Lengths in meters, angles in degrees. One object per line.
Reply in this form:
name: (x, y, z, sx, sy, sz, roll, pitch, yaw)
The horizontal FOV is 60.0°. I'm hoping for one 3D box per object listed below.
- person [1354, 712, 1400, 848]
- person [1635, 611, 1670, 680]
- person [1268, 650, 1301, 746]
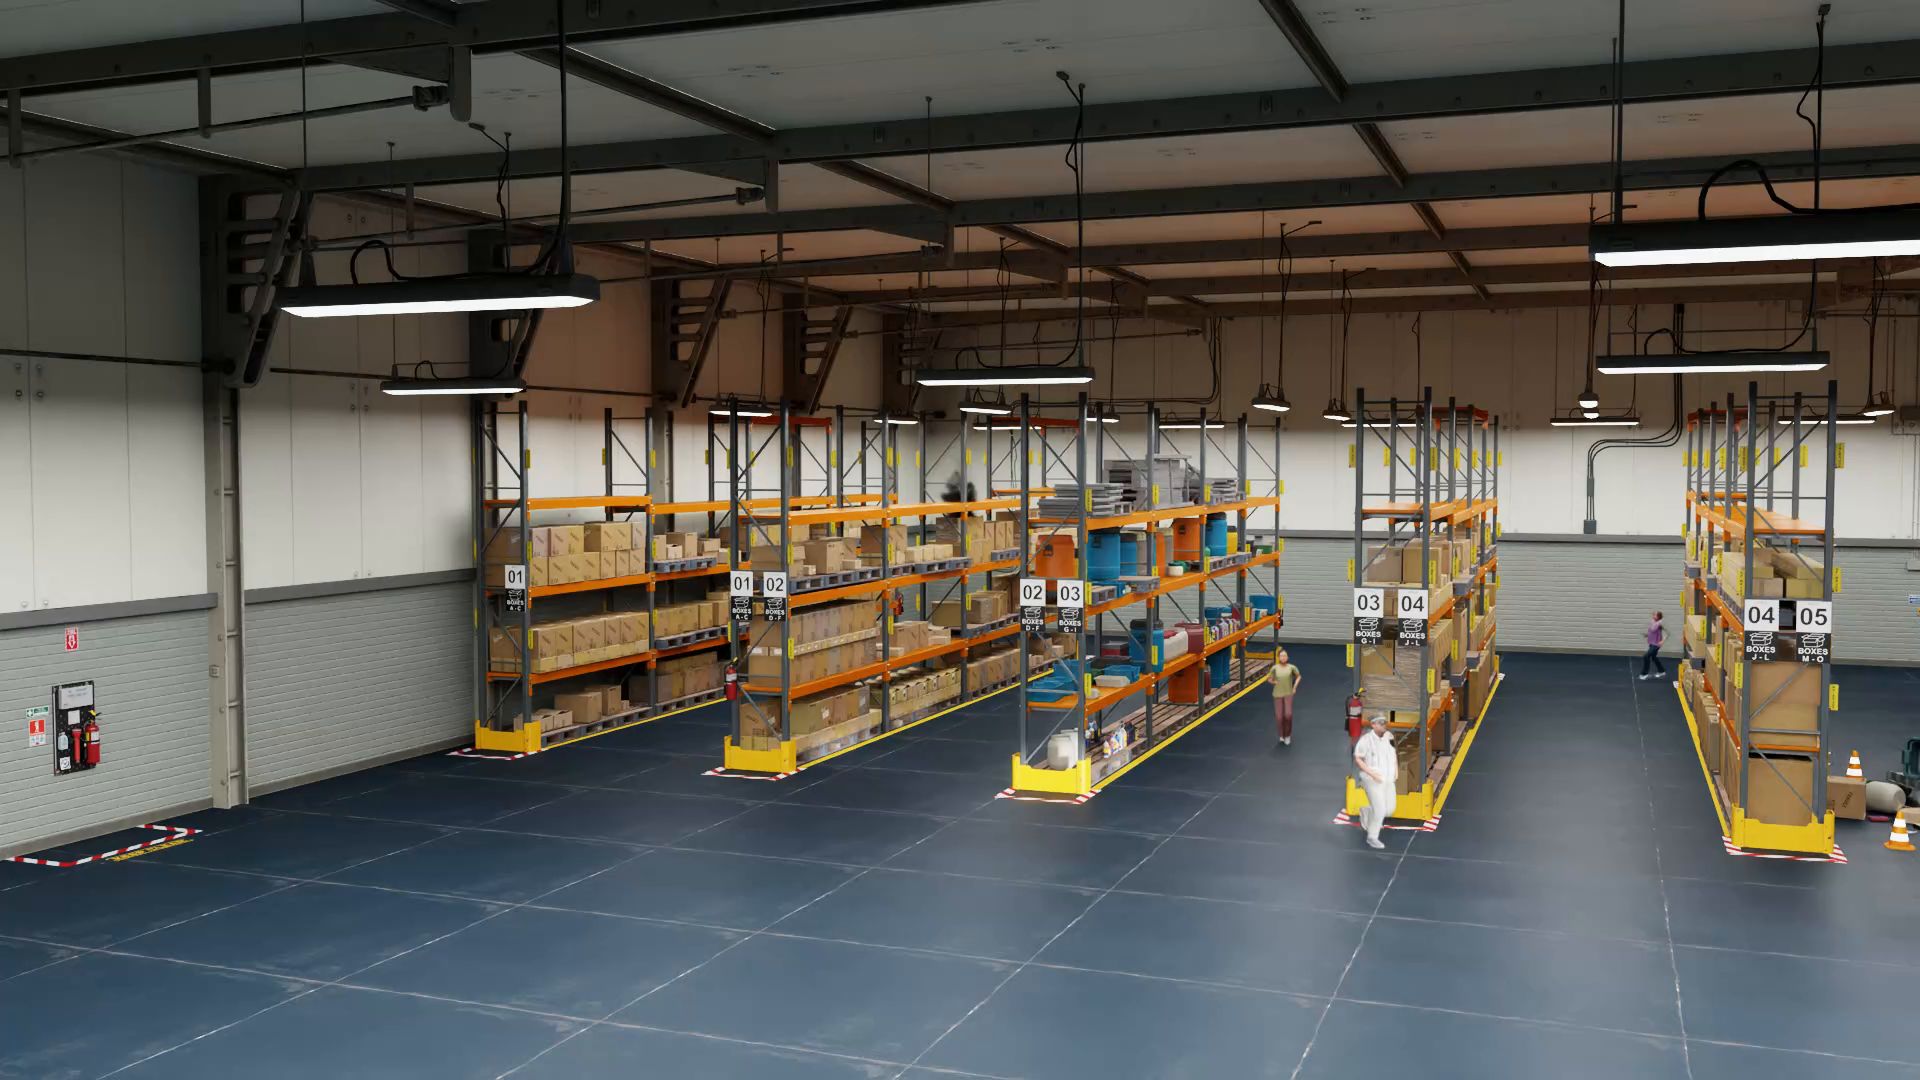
person: (5.409, 3.084, 21.607, 0.689, 1.758, 0.646, -1, 3, -26)
person: (15.703, 2.384, 37.573, 0.722, 1.592, 0.593, 0, 3, -6)
person: (5.660, 2.766, 29.089, 0.560, 1.661, 0.620, 1, 3, 15)
